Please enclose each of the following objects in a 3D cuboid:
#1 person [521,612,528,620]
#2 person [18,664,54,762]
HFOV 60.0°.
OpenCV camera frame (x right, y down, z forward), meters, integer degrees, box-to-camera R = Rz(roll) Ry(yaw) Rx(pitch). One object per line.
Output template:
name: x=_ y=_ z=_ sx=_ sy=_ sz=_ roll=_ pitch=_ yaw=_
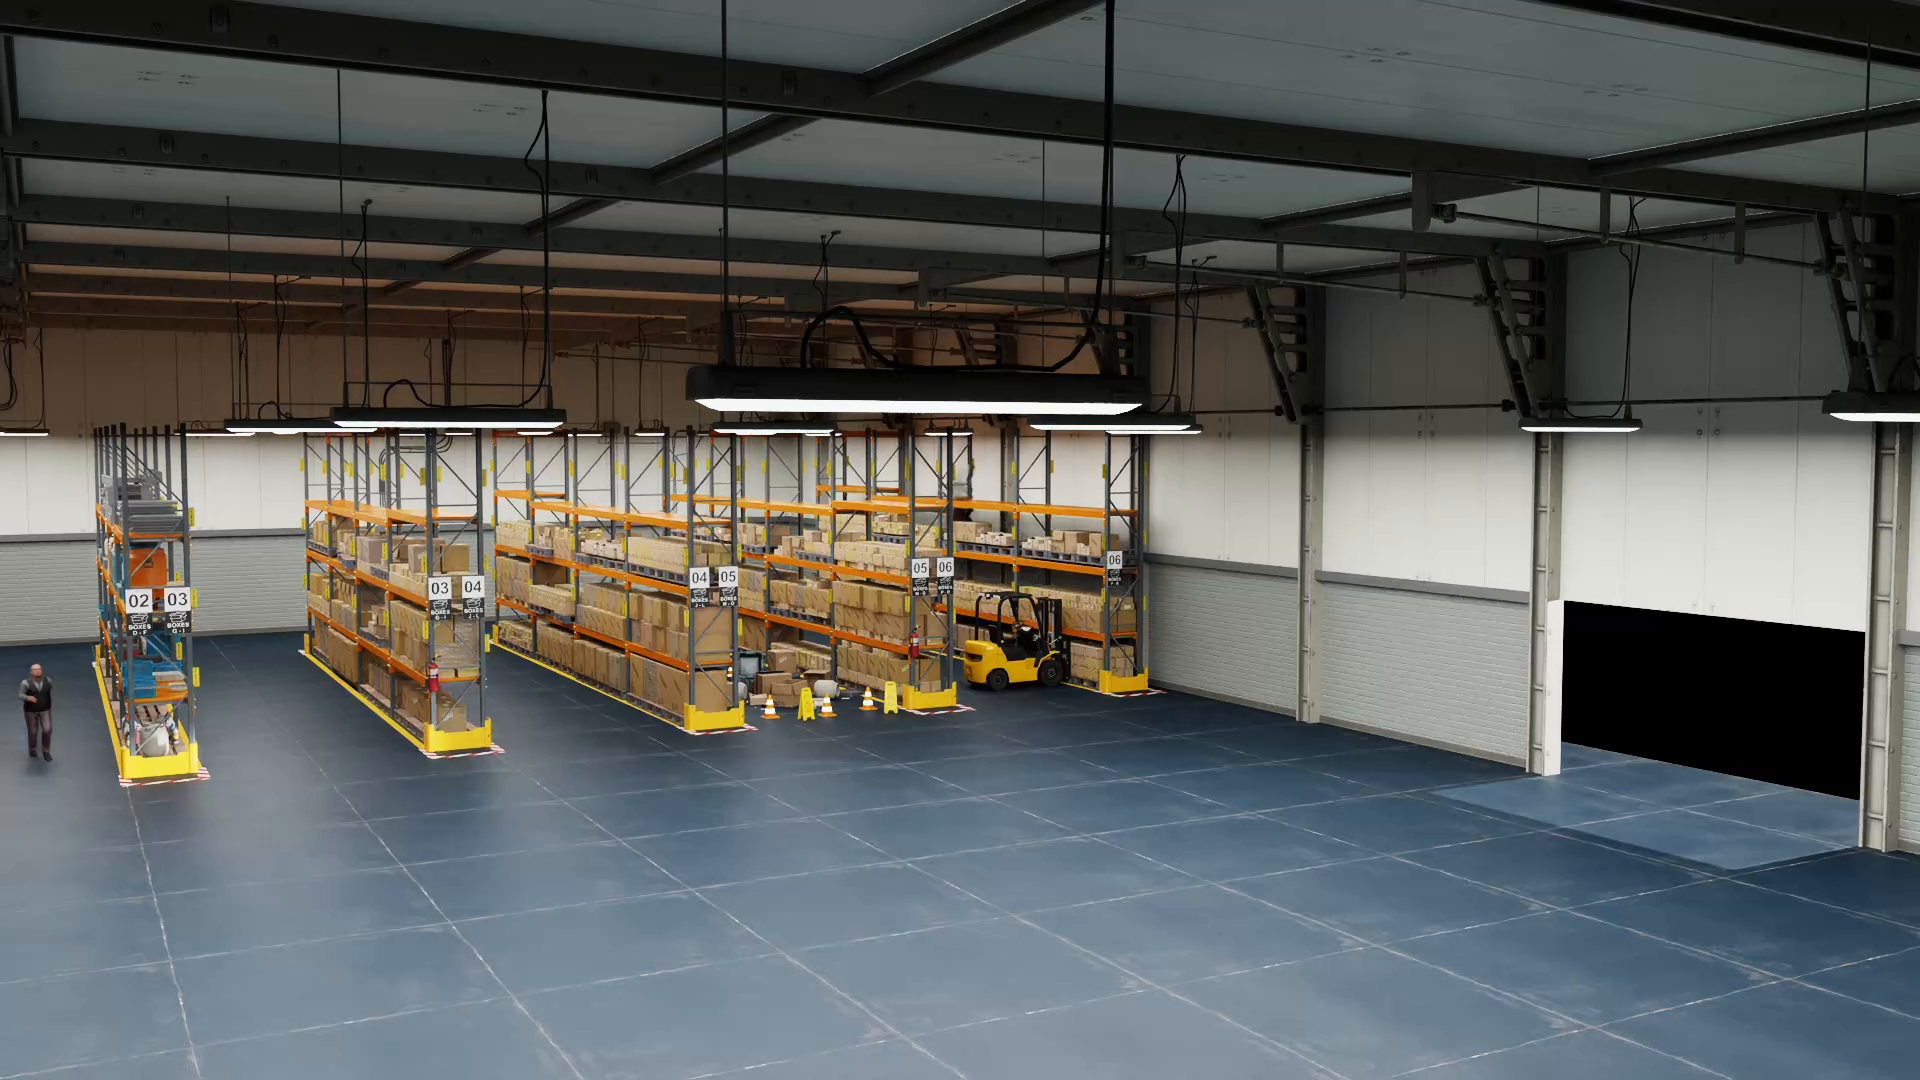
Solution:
person: x=-12.492 y=1.932 z=48.394 sx=0.632 sy=1.734 sz=0.726 roll=-2 pitch=4 yaw=-33
person: x=-16.432 y=3.080 z=29.577 sx=0.565 sy=1.755 sz=0.803 roll=-2 pitch=4 yaw=-35
